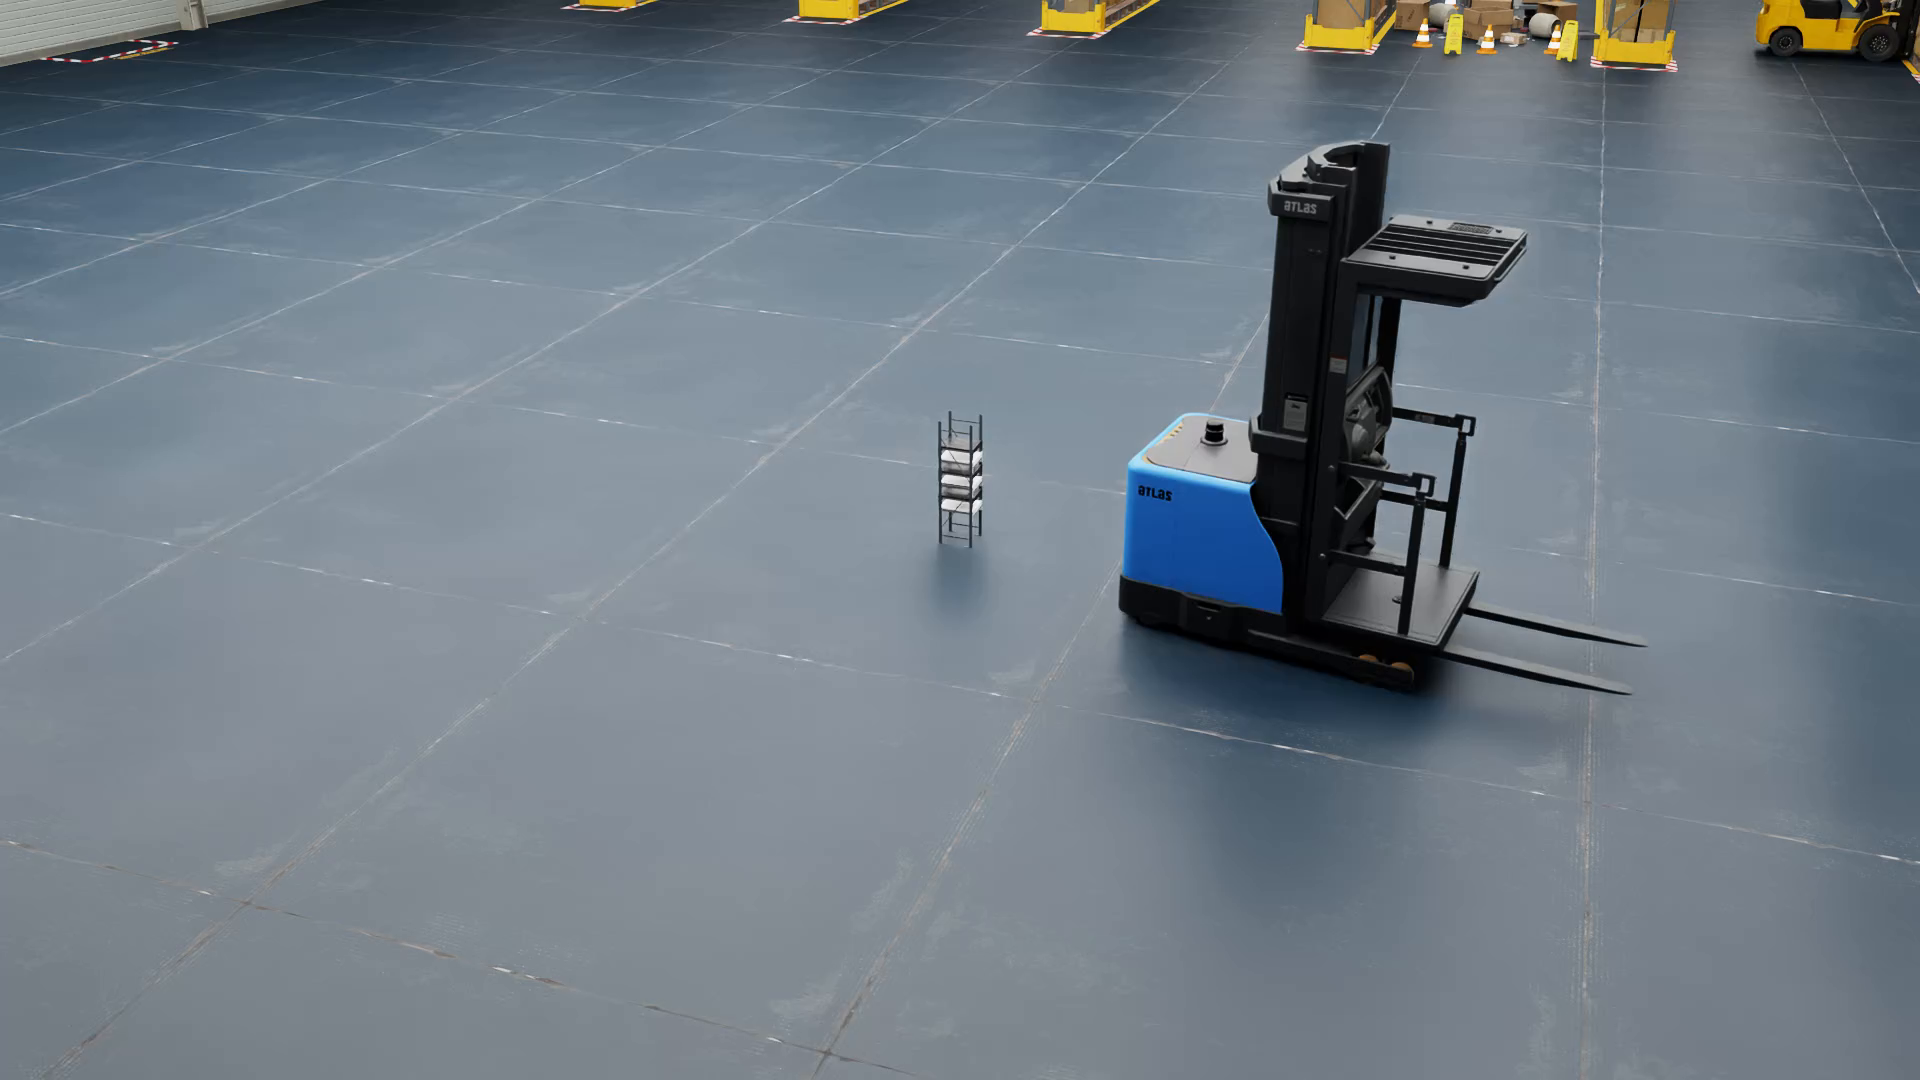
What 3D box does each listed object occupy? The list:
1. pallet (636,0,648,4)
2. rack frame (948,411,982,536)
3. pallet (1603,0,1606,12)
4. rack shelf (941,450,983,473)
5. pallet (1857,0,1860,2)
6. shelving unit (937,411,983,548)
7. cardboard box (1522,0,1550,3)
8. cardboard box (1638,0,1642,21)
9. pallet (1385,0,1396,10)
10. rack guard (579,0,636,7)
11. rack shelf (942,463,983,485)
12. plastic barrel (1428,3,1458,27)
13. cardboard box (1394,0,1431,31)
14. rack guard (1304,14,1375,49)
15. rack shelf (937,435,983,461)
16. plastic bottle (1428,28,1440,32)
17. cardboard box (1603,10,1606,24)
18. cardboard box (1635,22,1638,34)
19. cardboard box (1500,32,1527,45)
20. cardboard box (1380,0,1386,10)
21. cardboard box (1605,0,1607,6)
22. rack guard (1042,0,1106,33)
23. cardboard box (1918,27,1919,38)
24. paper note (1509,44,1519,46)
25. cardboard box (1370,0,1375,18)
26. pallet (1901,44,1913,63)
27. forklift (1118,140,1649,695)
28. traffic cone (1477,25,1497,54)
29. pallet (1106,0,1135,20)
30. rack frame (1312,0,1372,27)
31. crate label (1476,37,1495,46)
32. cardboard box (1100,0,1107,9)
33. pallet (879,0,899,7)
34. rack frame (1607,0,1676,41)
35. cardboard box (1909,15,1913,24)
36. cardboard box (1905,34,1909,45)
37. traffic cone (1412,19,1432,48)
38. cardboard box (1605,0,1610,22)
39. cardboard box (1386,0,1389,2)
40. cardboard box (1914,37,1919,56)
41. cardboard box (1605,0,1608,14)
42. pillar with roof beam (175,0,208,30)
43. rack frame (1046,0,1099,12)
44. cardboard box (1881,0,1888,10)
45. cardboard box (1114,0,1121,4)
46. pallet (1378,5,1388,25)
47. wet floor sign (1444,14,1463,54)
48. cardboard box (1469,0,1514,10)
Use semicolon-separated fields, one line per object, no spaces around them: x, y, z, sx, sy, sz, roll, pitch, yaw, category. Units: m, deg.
-7.022;-11.435;34.849;1.003;0.211;1.213;9;27;17;pallet
0.037;-0.450;11.371;0.240;0.900;0.006;9;27;17;rack frame
13.442;-10.707;33.344;1.003;0.211;1.213;9;27;17;pallet
0.003;-0.540;11.220;0.258;0.077;0.200;9;27;17;rack shelf
19.077;-11.110;34.178;1.003;0.211;1.213;9;27;17;pallet
0.003;-0.408;11.284;0.258;0.900;0.210;9;27;17;shelving unit
11.091;-10.600;31.924;0.500;0.500;0.500;9;27;17;cardboard box
12.155;-9.300;29.053;0.500;0.500;0.500;8;27;16;cardboard box
8.264;-10.888;33.718;1.003;0.211;1.213;9;27;17;pallet
-7.245;-11.235;34.104;1.175;0.500;0.348;9;27;17;rack guard
0.003;-0.459;11.260;0.258;0.077;0.200;9;27;17;rack shelf
9.147;-9.967;31.572;0.421;0.421;0.512;-14;29;-27;plastic barrel
8.529;-9.904;31.352;0.500;0.500;0.500;14;29;26;cardboard box
6.739;-9.036;29.563;1.175;0.500;0.348;9;27;17;rack guard
0.003;-0.621;11.181;0.258;0.077;0.200;9;27;17;rack shelf
8.821;-9.546;31.119;0.283;0.061;0.133;0;26;-1;plastic bottle
12.162;-9.666;30.668;0.500;0.250;0.500;10;28;20;cardboard box
12.325;-9.172;29.649;0.500;0.250;0.500;11;28;21;cardboard box
9.980;-9.043;29.980;0.250;0.149;0.380;-20;33;-36;cardboard box
7.803;-10.799;32.292;0.875;0.875;0.875;9;27;18;cardboard box
12.329;-10.224;30.961;0.500;0.500;0.500;10;28;20;cardboard box
2.129;-9.838;31.219;1.175;0.500;0.348;9;27;17;rack guard
16.175;-8.403;27.486;0.500;0.250;0.500;8;27;17;cardboard box
9.886;-8.835;29.687;0.148;0.019;0.142;0;26;-1;paper note
7.201;-10.054;30.752;0.875;0.875;0.875;8;27;17;cardboard box
16.753;-8.341;28.459;1.003;0.211;1.213;9;27;17;pallet
2.540;-0.705;9.566;3.031;2.935;1.130;13;29;25;forklift
9.216;-8.738;28.989;0.336;0.463;0.334;9;27;17;traffic cone
2.840;-10.536;32.993;1.003;0.211;1.213;9;27;17;pallet
6.747;-10.171;29.038;1.000;3.000;0.127;9;27;17;rack frame
9.419;-8.923;29.746;0.250;0.136;0.298;-5;26;-9;crate label
2.494;-10.500;32.105;0.500;0.500;0.500;17;30;31;cardboard box
-1.903;-11.266;34.499;1.003;0.211;1.213;9;27;17;pallet
11.449;-9.495;27.641;1.000;3.000;0.127;9;27;17;rack frame
16.497;-8.823;28.354;0.500;0.250;0.500;9;27;17;cardboard box
16.490;-8.591;28.448;0.500;0.250;0.500;10;27;19;cardboard box
8.263;-9.041;29.616;0.336;0.463;0.334;9;27;17;traffic cone
11.640;-9.366;29.188;0.500;0.500;0.500;10;28;19;cardboard box
8.200;-11.259;33.386;1.050;0.750;0.750;9;27;17;cardboard box
16.164;-8.170;27.578;0.500;0.250;0.500;9;27;17;cardboard box
11.988;-9.790;30.063;0.500;0.500;0.500;10;28;20;cardboard box
-10.429;-13.110;28.224;9.100;9.000;0.400;9;27;17;pillar with roof beam
2.104;-10.932;30.610;1.000;3.000;0.127;9;27;17;rack frame
18.139;-10.383;31.720;0.875;0.625;0.625;8;27;15;cardboard box
2.948;-10.978;33.091;0.500;0.500;0.500;6;27;13;cardboard box
7.752;-10.258;32.419;1.003;0.211;1.213;9;27;17;pallet
8.605;-8.812;28.934;0.267;0.644;0.232;4;26;8;wet floor sign
9.949;-9.907;31.201;0.797;0.637;0.503;9;27;17;cardboard box
